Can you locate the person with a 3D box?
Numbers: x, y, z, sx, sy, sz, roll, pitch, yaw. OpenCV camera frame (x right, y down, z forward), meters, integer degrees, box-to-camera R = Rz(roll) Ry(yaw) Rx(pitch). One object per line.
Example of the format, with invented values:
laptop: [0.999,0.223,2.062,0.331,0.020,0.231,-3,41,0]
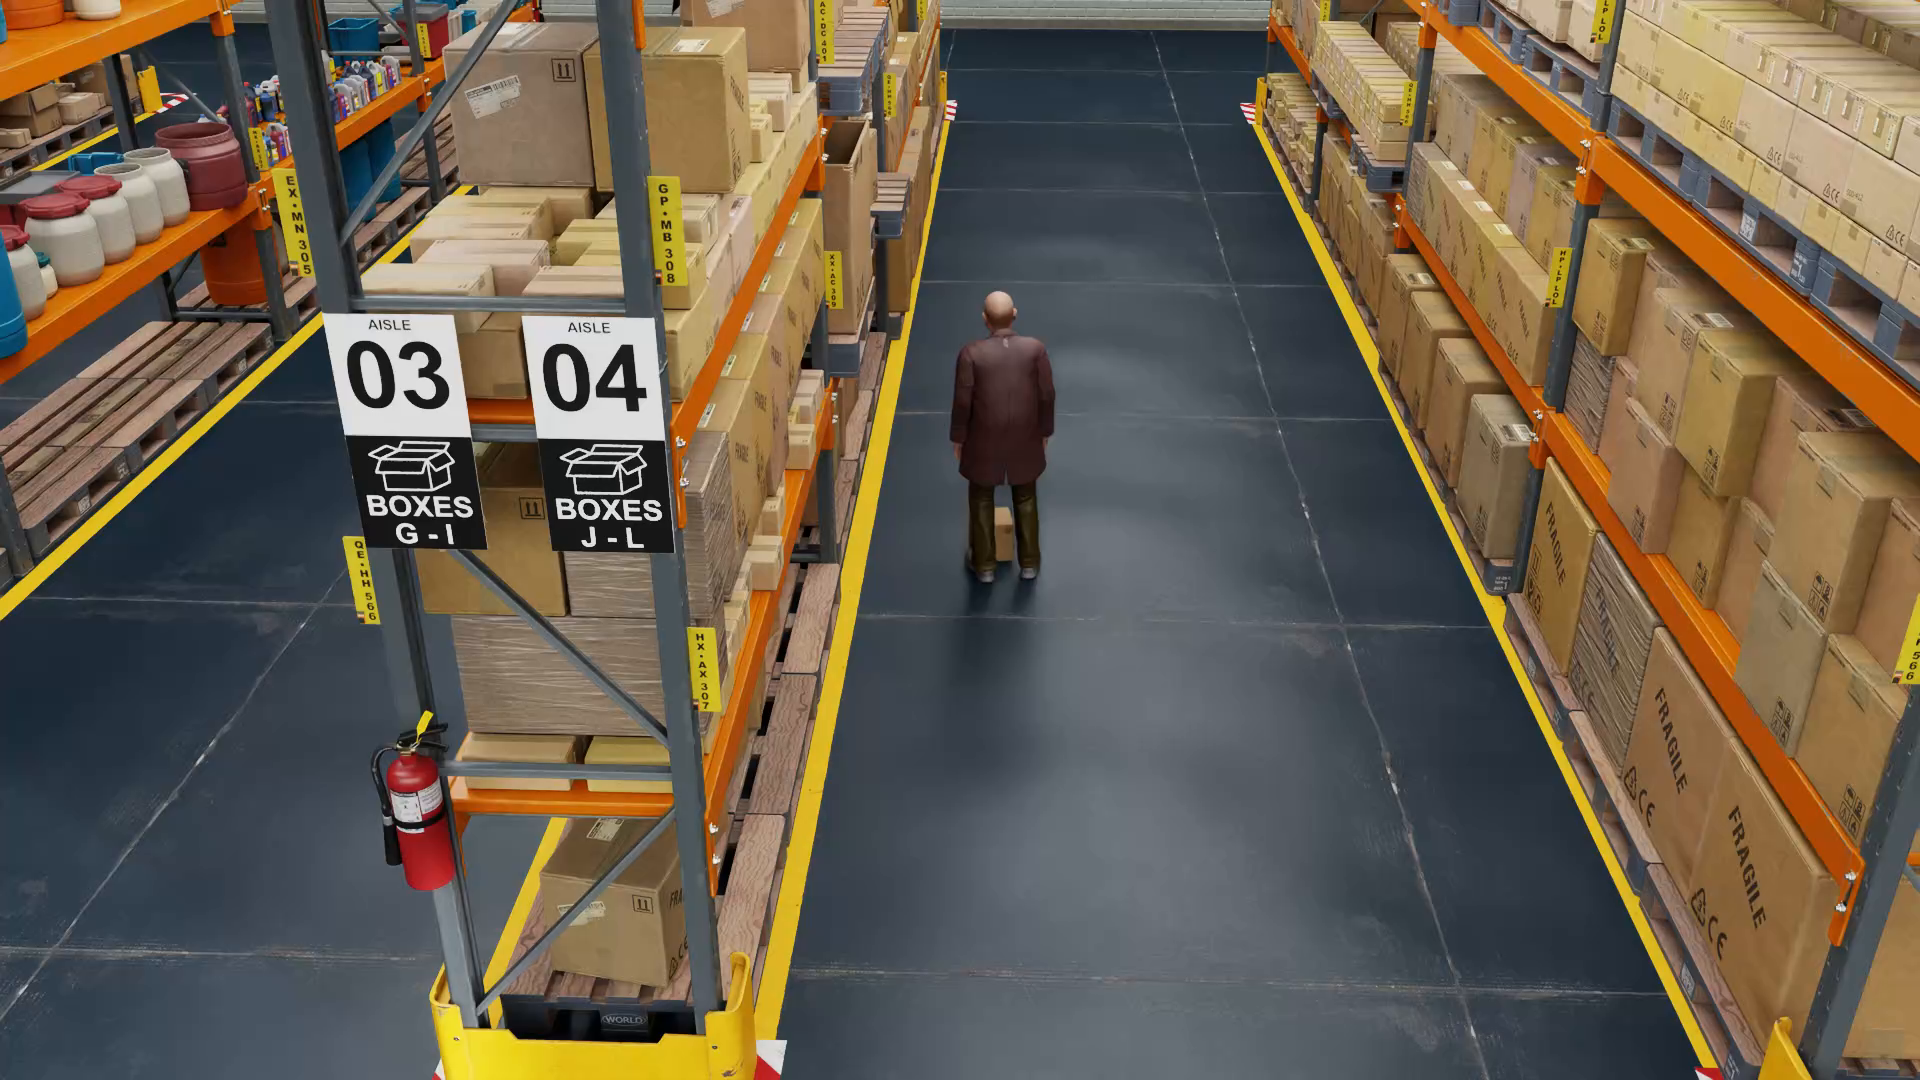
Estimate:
person: [0.245,-0.598,9.782,0.625,1.773,0.430,-4,28,-8]
